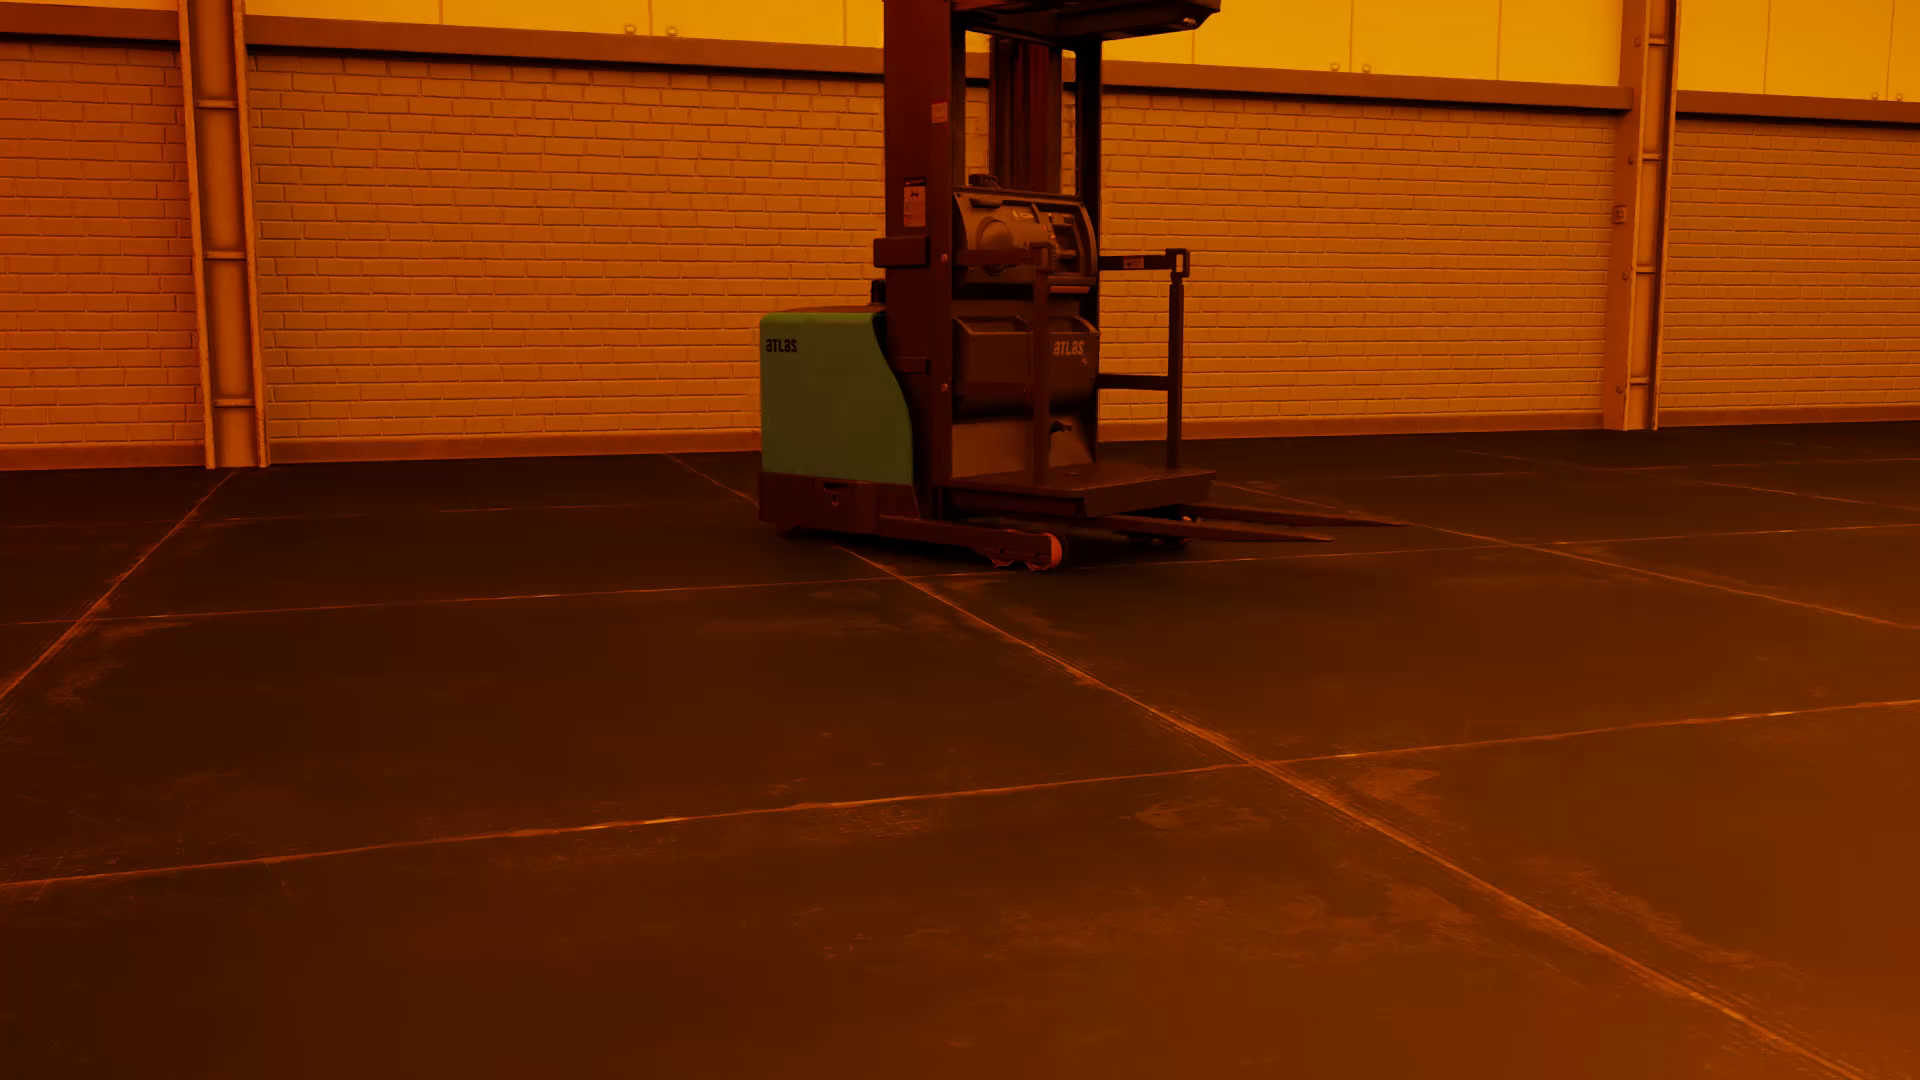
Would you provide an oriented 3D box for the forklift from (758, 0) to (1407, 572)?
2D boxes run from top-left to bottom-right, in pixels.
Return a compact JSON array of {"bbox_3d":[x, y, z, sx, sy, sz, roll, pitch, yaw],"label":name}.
[{"bbox_3d":[0.461,-1.398,7.330,3.031,2.935,1.130,7,10,41],"label":"forklift"}]
